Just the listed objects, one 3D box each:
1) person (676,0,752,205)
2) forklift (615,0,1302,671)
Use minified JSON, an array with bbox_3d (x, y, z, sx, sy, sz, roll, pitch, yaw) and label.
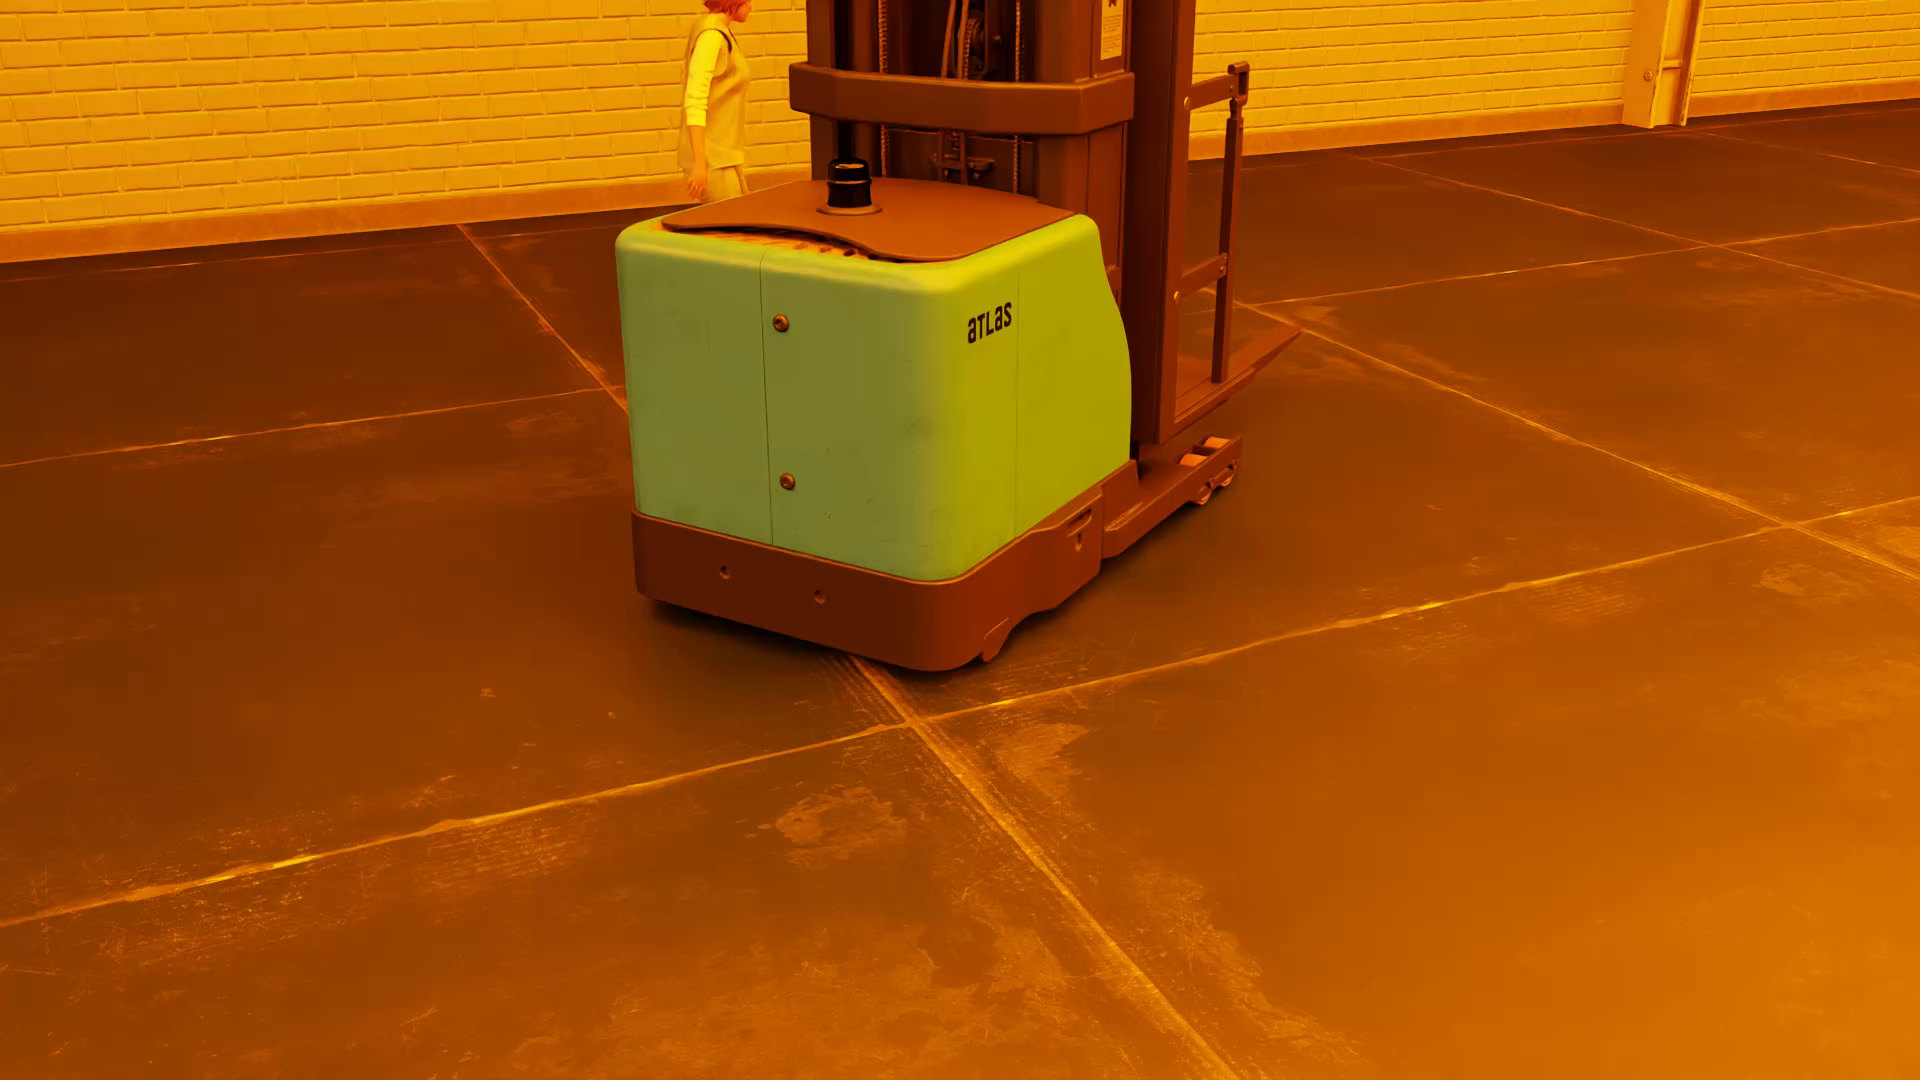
[{"bbox_3d":[-1.005,-1.542,6.807,0.396,1.568,0.730,-3,23,-7],"label":"person"},{"bbox_3d":[0.285,-1.547,5.010,1.130,2.935,3.031,13,26,28],"label":"forklift"}]
